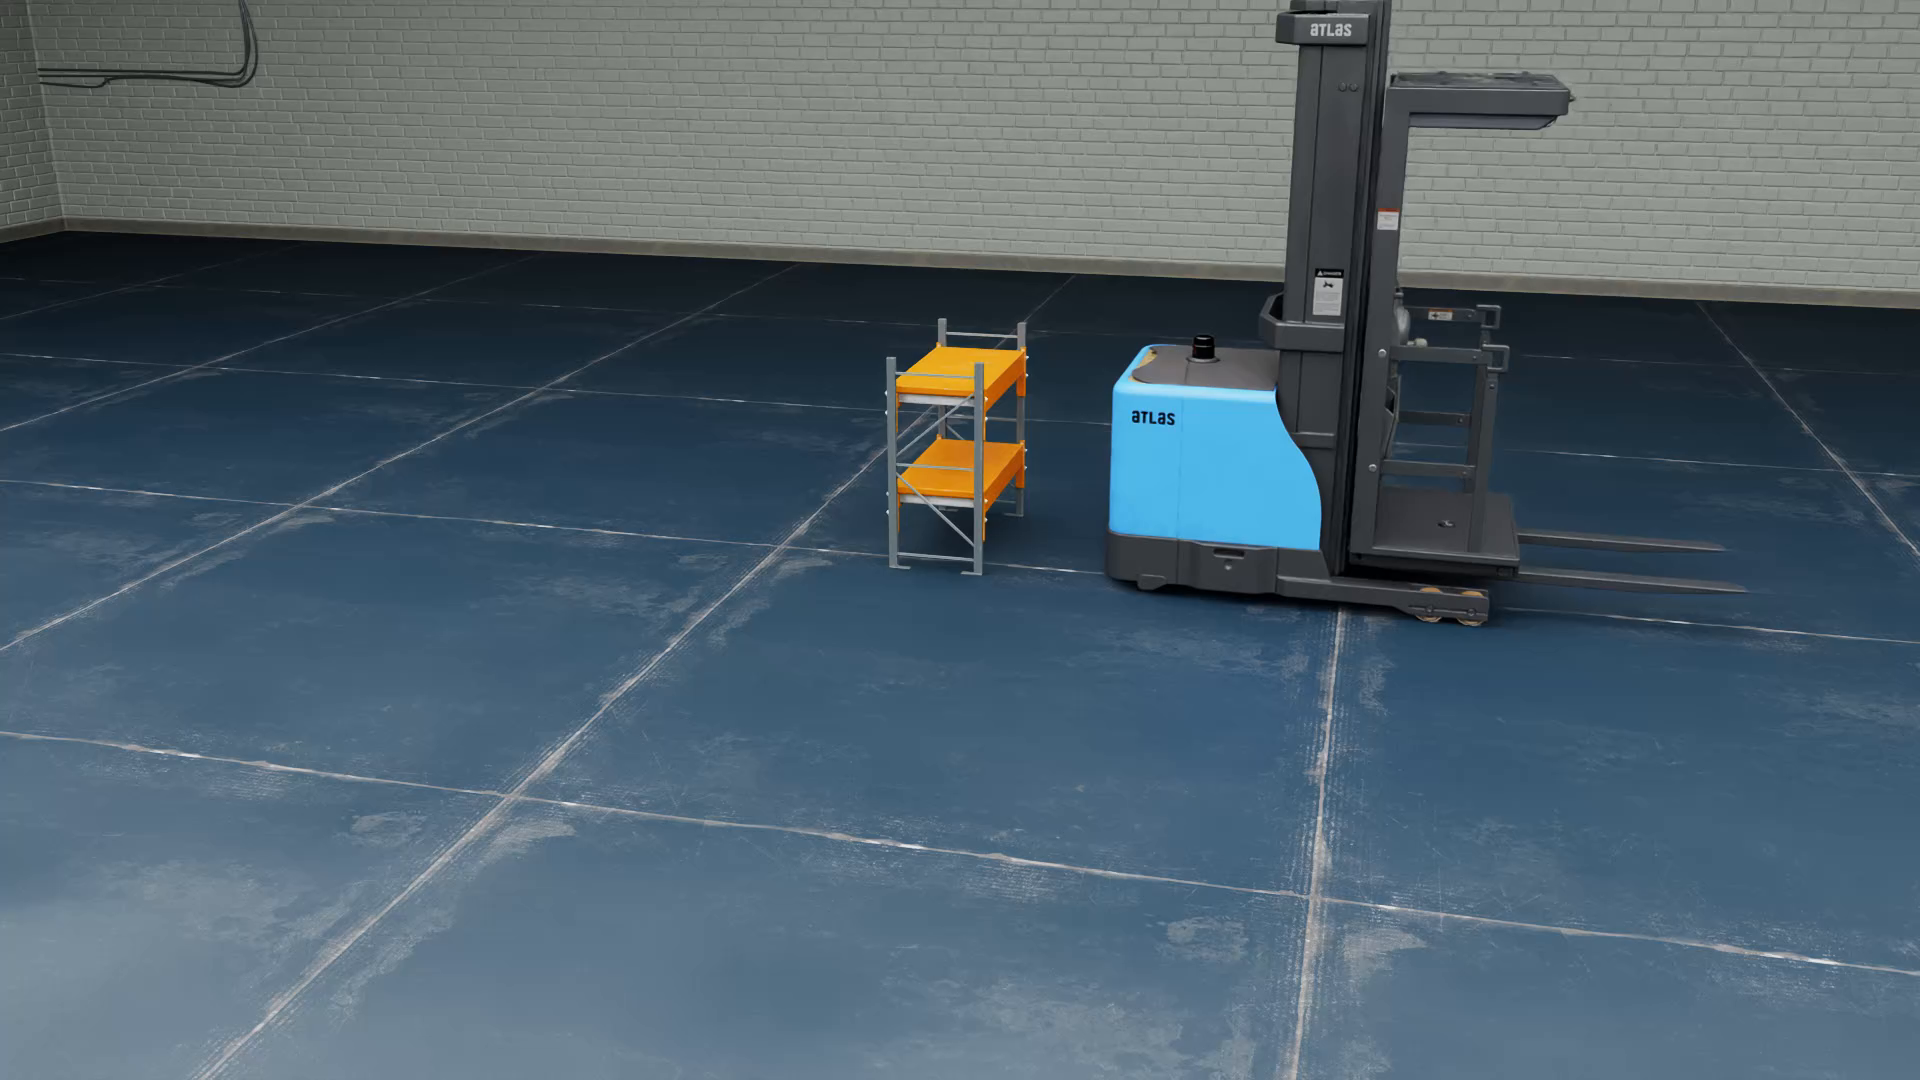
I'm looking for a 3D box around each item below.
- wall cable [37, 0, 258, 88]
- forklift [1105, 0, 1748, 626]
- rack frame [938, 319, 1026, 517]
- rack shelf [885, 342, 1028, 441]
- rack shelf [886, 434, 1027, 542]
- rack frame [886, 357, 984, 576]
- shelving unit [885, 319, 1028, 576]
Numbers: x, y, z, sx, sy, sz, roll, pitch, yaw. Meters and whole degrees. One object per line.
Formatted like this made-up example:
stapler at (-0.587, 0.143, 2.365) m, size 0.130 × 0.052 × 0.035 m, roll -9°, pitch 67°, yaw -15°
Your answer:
wall cable at (-9.457, -6.426, 18.883) m, size 3.097 × 2.526 × 0.112 m, roll 5°, pitch 19°, yaw 13°
forklift at (2.314, -1.165, 8.062) m, size 3.031 × 2.935 × 1.130 m, roll 5°, pitch 19°, yaw 14°
rack frame at (0.123, -0.690, 9.466) m, size 0.500 × 1.125 × 0.032 m, roll 5°, pitch 19°, yaw 13°
rack shelf at (-0.002, -0.807, 8.905) m, size 0.538 × 0.278 × 1.000 m, roll 5°, pitch 19°, yaw 13°
rack shelf at (-0.002, -0.299, 9.079) m, size 0.538 × 0.278 × 1.000 m, roll 5°, pitch 19°, yaw 13°
rack frame at (-0.126, -0.371, 8.533) m, size 0.500 × 1.125 × 0.032 m, roll 5°, pitch 19°, yaw 13°
shelving unit at (-0.002, -0.530, 9.000) m, size 0.538 × 1.125 × 1.048 m, roll 5°, pitch 19°, yaw 13°
